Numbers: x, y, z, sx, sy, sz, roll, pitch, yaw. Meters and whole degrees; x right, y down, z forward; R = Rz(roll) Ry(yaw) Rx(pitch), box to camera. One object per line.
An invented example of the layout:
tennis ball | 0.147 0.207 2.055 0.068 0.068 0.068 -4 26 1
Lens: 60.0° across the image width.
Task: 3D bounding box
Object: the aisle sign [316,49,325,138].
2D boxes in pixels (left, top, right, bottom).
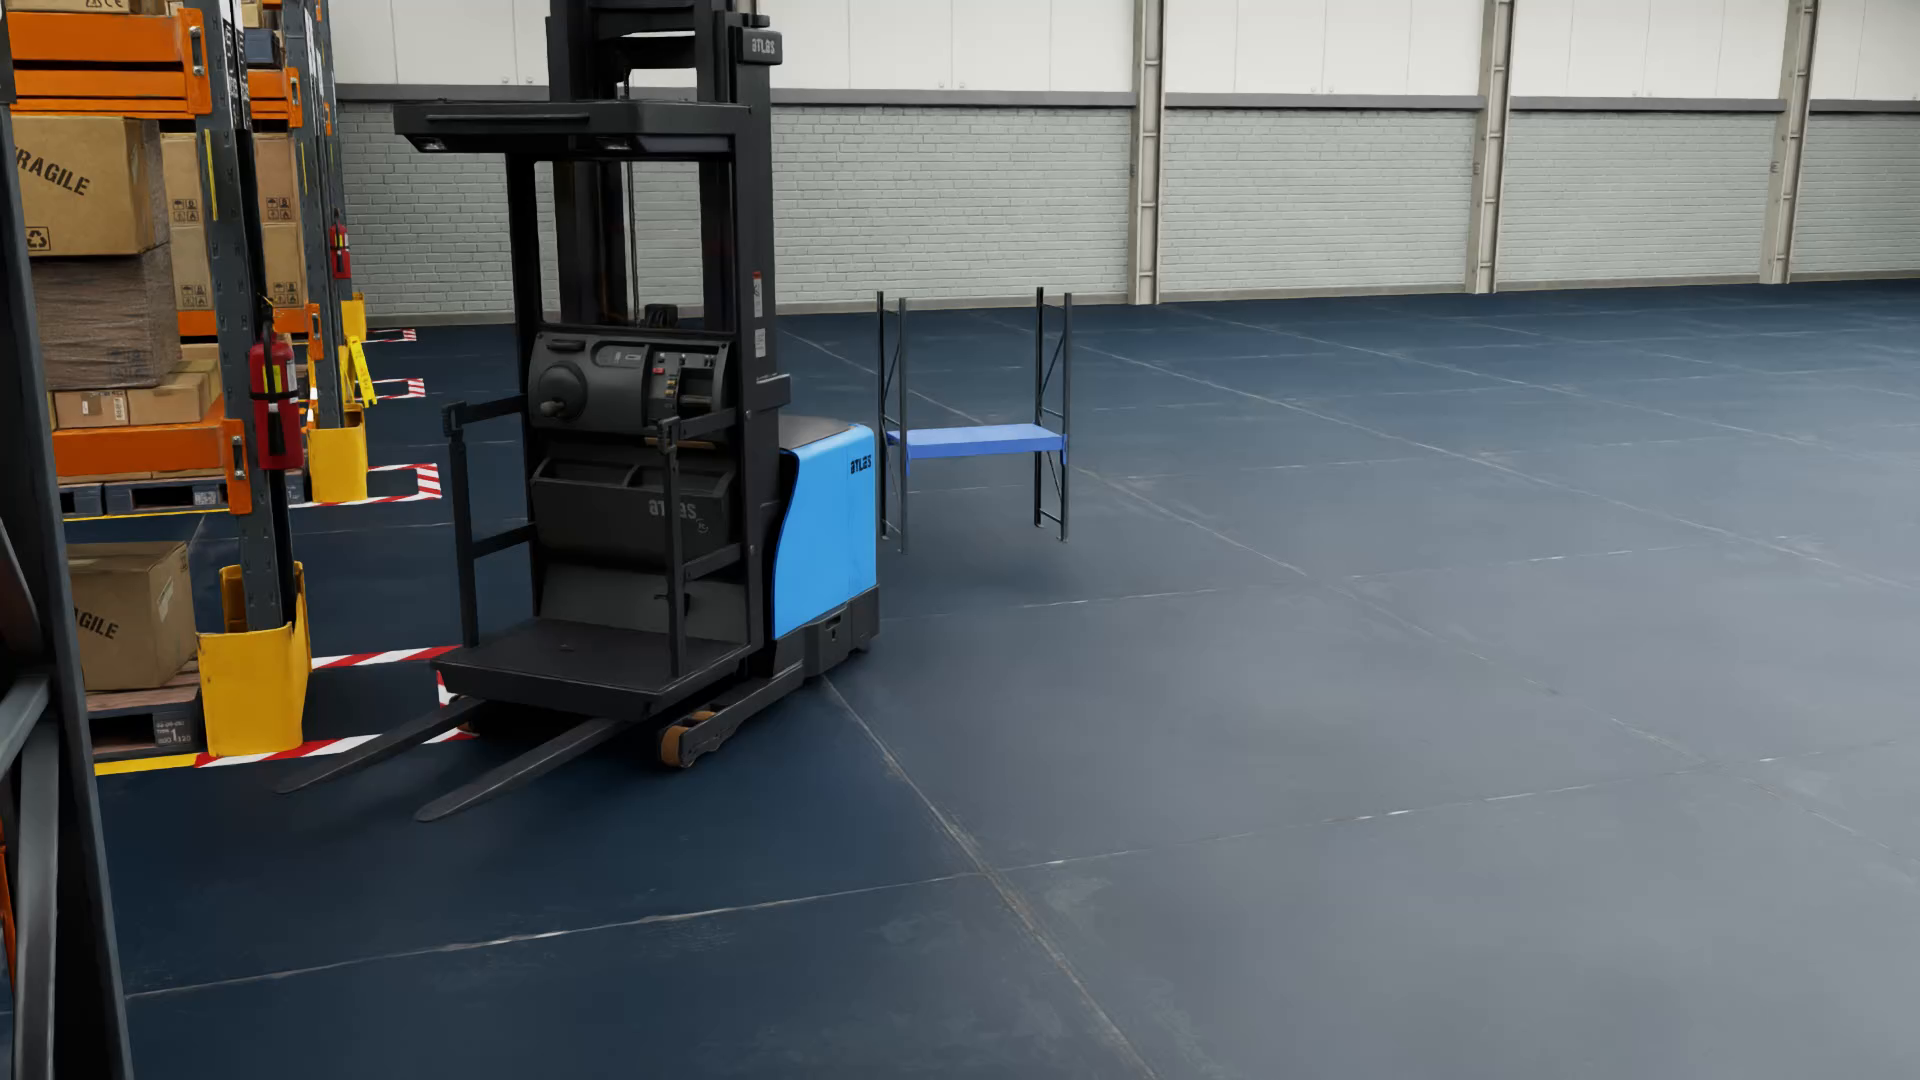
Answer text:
aisle sign | -5.915 -4.125 15.383 0.004 0.787 0.394 -4 14 -18

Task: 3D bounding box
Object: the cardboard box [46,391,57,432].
cardboard box | -3.568 -0.509 6.342 0.250 0.149 0.380 -4 14 -18

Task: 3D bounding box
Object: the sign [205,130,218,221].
sign | -2.748 -1.339 6.106 0.005 0.325 0.100 -4 14 -18

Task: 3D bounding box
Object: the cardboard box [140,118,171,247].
cardboard box | -3.514 -1.444 6.713 0.500 0.500 0.500 -4 14 -18

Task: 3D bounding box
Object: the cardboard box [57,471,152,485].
cardboard box | -5.847 -0.881 11.050 0.875 0.875 0.875 -5 14 -19

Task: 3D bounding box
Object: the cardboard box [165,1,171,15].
cardboard box | -5.081 -3.294 10.447 0.250 0.149 0.380 -4 14 -17

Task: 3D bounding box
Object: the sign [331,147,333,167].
sign | -7.493 -4.566 19.841 0.005 0.325 0.100 -4 14 -18

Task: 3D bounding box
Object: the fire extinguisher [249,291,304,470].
fire extinguisher | -2.650 -0.615 6.414 0.183 0.674 0.296 -4 14 -18

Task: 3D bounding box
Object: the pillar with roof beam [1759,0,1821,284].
pillar with roof beam | 15.519 -7.899 23.905 0.400 9.000 9.100 -4 14 -18

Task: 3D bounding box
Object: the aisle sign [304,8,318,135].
aisle sign | -4.229 -3.045 10.844 0.004 0.787 0.394 -4 14 -18

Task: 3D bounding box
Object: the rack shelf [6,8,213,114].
rack shelf | -4.801 -1.707 5.910 4.000 0.370 1.077 -4 14 -18

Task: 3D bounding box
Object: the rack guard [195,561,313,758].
rack guard | -2.978 0.476 7.060 0.348 0.500 1.175 -4 14 -18

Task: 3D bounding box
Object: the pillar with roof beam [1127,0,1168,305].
pillar with roof beam | 4.146 -7.014 20.182 0.400 9.000 9.100 -4 14 -18

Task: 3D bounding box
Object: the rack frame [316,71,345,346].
rack frame | -6.066 -2.919 15.932 0.127 3.000 1.000 -4 14 -18

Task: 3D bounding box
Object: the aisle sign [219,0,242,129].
aisle sign | -2.751 -1.949 6.236 0.004 0.787 0.394 -4 14 -18

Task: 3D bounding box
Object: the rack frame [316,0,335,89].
rack frame | -7.653 -6.926 19.813 0.127 3.000 1.000 -4 14 -18

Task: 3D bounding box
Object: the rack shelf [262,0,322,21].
rack shelf | -9.549 -6.234 19.322 4.000 0.370 1.077 -4 14 -18

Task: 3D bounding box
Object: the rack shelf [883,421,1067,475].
rack shelf | 0.081 -0.561 10.037 1.000 0.185 0.538 -4 14 -18

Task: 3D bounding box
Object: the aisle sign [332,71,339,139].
aisle sign | -7.497 -5.212 19.956 0.004 0.787 0.394 -4 14 -18

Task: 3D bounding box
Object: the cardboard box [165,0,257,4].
cardboard box | -4.767 -3.527 10.565 0.500 0.250 0.500 -4 14 -17

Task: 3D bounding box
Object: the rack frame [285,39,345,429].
rack frame | -4.392 -1.841 11.399 0.127 3.000 1.000 -4 14 -18

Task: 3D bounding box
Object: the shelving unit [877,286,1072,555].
shelving unit | 0.081 -0.736 9.996 1.048 1.500 0.538 -4 14 -18

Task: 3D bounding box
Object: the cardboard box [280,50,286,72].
cardboard box | -6.628 -4.471 15.657 0.500 0.250 0.500 -5 14 -19

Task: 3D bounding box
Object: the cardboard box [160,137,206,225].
cardboard box | -5.248 -2.359 10.921 0.550 0.550 0.875 -4 14 -18

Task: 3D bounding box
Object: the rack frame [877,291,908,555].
rack frame | -0.401 -0.698 9.838 0.032 1.500 0.500 -4 14 -18

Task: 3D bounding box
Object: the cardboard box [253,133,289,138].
cardboard box | -6.481 -3.513 15.410 0.500 0.500 0.700 -5 14 -19

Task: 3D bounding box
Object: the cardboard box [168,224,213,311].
cardboard box | -5.243 -1.831 11.034 0.550 0.550 0.875 -4 14 -18

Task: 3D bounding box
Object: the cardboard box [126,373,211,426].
cardboard box | -3.110 -0.557 6.545 0.250 0.149 0.380 -4 14 -18

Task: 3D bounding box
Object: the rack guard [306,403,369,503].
rack guard | -4.369 -0.626 11.696 0.348 0.500 1.175 -4 14 -18

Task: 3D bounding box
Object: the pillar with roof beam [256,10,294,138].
pillar with roof beam | -7.227 -6.128 16.459 0.400 9.000 9.100 -4 14 -18

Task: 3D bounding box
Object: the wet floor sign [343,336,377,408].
wet floor sign | -5.545 -1.553 15.277 0.232 0.644 0.267 0 13 1

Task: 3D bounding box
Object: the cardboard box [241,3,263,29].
cardboard box | -4.599 -3.332 10.605 0.250 0.149 0.380 -4 14 -18

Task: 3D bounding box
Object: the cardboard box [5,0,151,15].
cardboard box | -3.282 -2.040 6.081 0.500 0.250 0.500 -4 14 -17

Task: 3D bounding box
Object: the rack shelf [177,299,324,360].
rack shelf | -6.287 -1.343 10.862 4.000 0.370 1.077 -4 14 -18

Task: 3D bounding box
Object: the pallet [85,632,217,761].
pallet | -3.759 0.669 6.874 1.213 0.211 1.003 -4 14 -18

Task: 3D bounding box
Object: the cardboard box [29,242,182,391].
cardboard box | -3.436 -0.904 6.603 0.500 0.500 0.875 -4 14 -18

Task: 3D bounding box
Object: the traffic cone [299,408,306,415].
traffic cone | -6.063 -1.370 14.902 0.334 0.463 0.336 -4 14 -18

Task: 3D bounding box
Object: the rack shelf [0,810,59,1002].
rack shelf | -3.222 0.839 1.690 4.000 0.370 1.077 -4 14 -18

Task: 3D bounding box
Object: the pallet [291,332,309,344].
pallet | -8.364 -2.585 20.554 1.213 0.211 1.003 -4 14 -18

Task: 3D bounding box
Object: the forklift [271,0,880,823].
forklift | -1.430 -0.654 6.557 1.130 2.935 3.031 6 15 23

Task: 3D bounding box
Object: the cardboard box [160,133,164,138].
cardboard box | -7.414 -3.417 15.007 0.500 0.500 0.700 -5 14 -19

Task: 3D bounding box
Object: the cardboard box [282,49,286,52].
cardboard box | -6.468 -4.662 15.599 0.250 0.149 0.380 -5 14 -18

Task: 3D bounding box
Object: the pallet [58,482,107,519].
pallet | -6.279 -0.319 11.026 1.213 0.211 1.003 -4 14 -18
